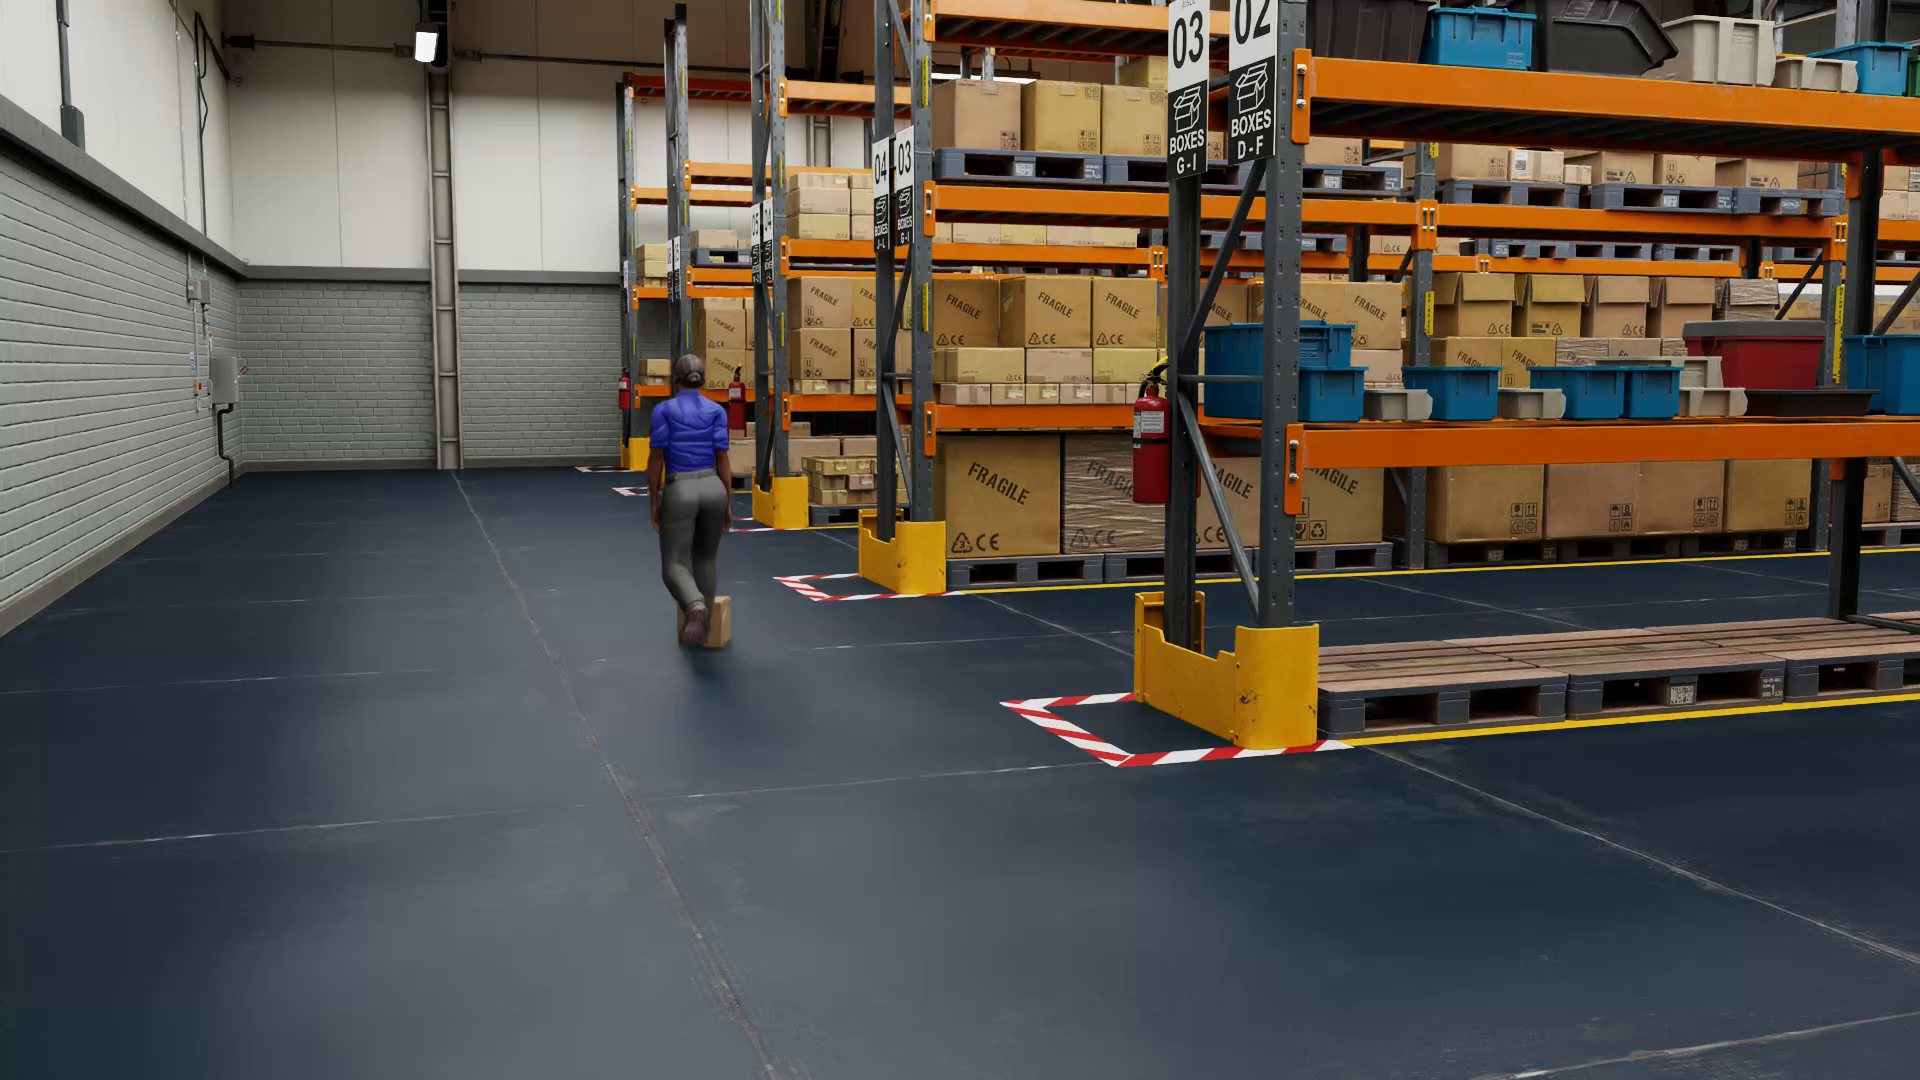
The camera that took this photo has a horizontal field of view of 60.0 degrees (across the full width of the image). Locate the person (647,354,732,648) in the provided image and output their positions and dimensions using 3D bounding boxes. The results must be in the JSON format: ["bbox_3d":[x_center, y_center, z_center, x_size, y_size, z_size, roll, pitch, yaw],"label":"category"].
[{"bbox_3d":[-1.452,-0.206,9.074,0.442,1.609,0.863,-2,6,-22],"label":"person"}]
